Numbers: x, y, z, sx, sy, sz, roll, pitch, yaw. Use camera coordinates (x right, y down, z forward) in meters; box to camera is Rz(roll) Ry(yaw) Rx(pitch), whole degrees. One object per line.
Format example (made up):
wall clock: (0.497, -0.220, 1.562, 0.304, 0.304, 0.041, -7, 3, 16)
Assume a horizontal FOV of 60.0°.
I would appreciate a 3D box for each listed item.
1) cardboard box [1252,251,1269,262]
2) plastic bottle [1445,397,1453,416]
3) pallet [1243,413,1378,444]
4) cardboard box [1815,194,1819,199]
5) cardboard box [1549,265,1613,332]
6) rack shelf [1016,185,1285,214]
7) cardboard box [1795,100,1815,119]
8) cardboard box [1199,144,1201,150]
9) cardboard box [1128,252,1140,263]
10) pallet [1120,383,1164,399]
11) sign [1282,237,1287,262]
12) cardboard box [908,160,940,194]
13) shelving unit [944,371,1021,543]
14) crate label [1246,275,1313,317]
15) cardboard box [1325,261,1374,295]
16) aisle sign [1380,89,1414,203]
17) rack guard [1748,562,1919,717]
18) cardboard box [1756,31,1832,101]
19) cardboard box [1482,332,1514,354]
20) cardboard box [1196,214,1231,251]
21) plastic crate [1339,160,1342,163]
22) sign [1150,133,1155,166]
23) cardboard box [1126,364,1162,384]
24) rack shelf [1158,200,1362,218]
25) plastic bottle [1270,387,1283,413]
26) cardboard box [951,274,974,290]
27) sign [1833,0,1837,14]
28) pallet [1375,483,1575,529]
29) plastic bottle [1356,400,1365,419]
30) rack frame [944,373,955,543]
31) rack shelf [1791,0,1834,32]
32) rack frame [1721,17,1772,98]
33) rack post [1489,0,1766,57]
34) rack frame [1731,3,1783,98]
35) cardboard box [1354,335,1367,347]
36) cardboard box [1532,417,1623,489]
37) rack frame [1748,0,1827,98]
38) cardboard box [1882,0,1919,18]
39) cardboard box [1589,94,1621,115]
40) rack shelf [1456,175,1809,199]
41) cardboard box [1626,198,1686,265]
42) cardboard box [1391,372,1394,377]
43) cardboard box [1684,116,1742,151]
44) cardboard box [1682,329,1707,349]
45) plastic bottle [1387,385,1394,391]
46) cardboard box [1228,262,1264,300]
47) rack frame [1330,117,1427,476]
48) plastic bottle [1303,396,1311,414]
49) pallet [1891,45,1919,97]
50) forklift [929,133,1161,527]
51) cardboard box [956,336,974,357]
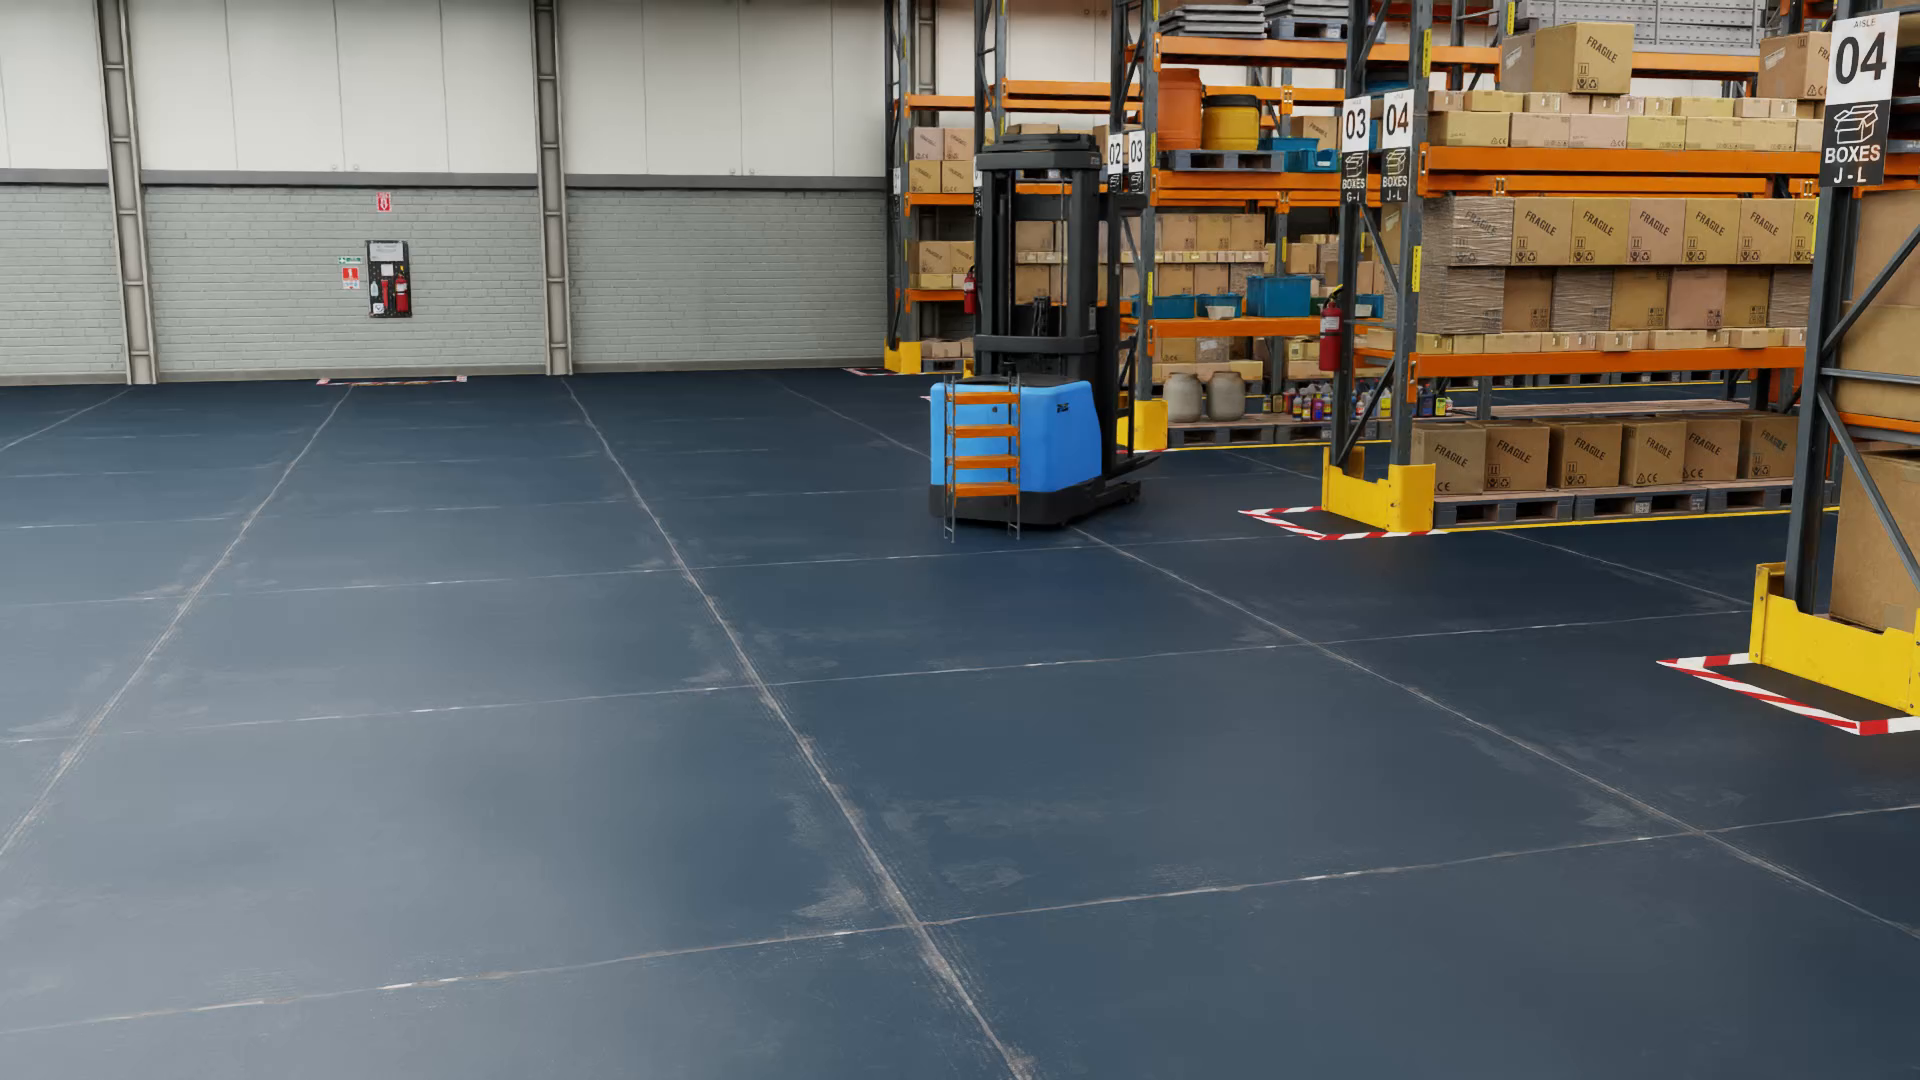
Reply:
cardboard box: (4.025, -3.874, 22.737, 0.250, 0.149, 0.380, -3, 11, -16)
plastic bottle: (5.345, -1.463, 18.223, 0.097, 0.201, 0.097, 0, 10, 0)
pallet: (3.777, -1.235, 18.172, 1.213, 0.211, 1.003, -3, 11, -16)
cardboard box: (7.793, -2.352, 13.720, 1.000, 1.000, 1.000, -3, 11, -16)
cardboard box: (4.625, -1.915, 13.064, 0.500, 0.500, 0.875, -3, 11, -16)
rack shelf: (2.305, -4.577, 22.326, 4.000, 0.370, 1.077, -3, 11, -16)
cardboard box: (6.478, -3.368, 13.083, 0.250, 0.149, 0.380, -3, 11, -15)
cardboard box: (3.150, -5.257, 22.730, 0.500, 0.311, 0.500, -4, 11, -19)
cardboard box: (2.298, -3.783, 22.241, 0.250, 0.149, 0.380, -3, 11, -15)
pallet: (2.277, -2.090, 22.816, 1.213, 0.211, 1.003, -3, 11, -16)
sign: (4.382, -3.925, 22.473, 0.005, 0.325, 0.100, -3, 11, -16)
cardboard box: (-0.612, -5.723, 26.232, 0.500, 0.500, 0.500, -3, 11, -14)
shelving unit: (0.159, -0.598, 11.983, 0.503, 1.200, 0.258, -3, 11, -16)
crate label: (3.458, -2.651, 18.062, 0.616, 0.435, 0.502, -3, 11, -16)
cardboard box: (5.474, -3.669, 23.413, 0.500, 0.500, 0.500, -2, 11, -12)
aisle sign: (3.175, -2.855, 12.091, 0.004, 0.787, 0.394, -3, 11, -16)
rack guard: (4.417, 0.466, 8.135, 0.348, 0.500, 1.175, -3, 11, -16)
cardboard box: (6.630, -3.684, 13.009, 0.500, 0.500, 0.500, -3, 11, -18)
cardboard box: (3.980, -1.501, 12.608, 0.250, 0.149, 0.380, -3, 11, -16)
cardboard box: (3.317, -4.195, 22.687, 0.500, 0.500, 0.700, -3, 11, -16)
plastic crate: (4.179, -3.890, 17.333, 0.396, 0.136, 0.243, -3, 11, -16)
sign: (1.916, -3.877, 16.511, 0.005, 0.325, 0.100, -3, 11, -16)
cardboard box: (2.403, -2.273, 22.541, 0.500, 0.250, 0.500, -3, 11, -16)
rack shelf: (4.758, -5.640, 28.102, 4.000, 0.370, 1.077, -3, 11, -16)
plastic bottle: (3.514, -1.552, 18.478, 0.133, 0.283, 0.061, -3, 11, -15)
cardboard box: (0.049, -4.150, 26.661, 0.500, 0.250, 0.500, -3, 11, -18)
sign: (4.301, -2.731, 8.087, 0.005, 0.325, 0.100, -3, 11, -16)
pallet: (4.013, -0.299, 13.090, 1.213, 0.211, 1.003, -3, 11, -16)
plastic bottle: (4.312, -1.409, 17.927, 0.097, 0.201, 0.097, 0, 10, 0)
rack frame: (-0.075, -0.586, 11.916, 0.015, 1.200, 0.240, -3, 11, -16)
rack shelf: (8.911, -4.336, 13.834, 4.000, 0.370, 1.077, -3, 11, -16)
rack frame: (14.359, -7.975, 30.514, 0.127, 3.000, 1.000, -3, 11, -16)
rack post: (7.473, -5.859, 18.465, 3.121, 1.000, 1.013, -3, 11, -16)
rack frame: (11.907, -6.912, 24.738, 0.127, 3.000, 1.000, -3, 11, -16)
cardboard box: (5.671, -2.715, 23.396, 0.500, 0.311, 0.500, -3, 11, -18)
cardboard box: (4.925, -0.703, 13.322, 0.500, 0.500, 0.500, -2, 11, -11)
rack frame: (9.447, -5.848, 18.960, 0.127, 3.000, 1.000, -3, 11, -16)
cardboard box: (4.832, -2.642, 7.982, 0.500, 0.250, 0.500, -3, 11, -15)
cardboard box: (4.738, -3.263, 12.516, 0.250, 0.149, 0.380, -4, 11, -19)
rack shelf: (7.527, -3.918, 18.747, 4.000, 0.370, 1.077, -3, 11, -16)
cardboard box: (5.195, -2.376, 12.807, 0.500, 0.500, 0.500, -3, 11, -16)
cardboard box: (6.159, -2.466, 23.593, 0.500, 0.250, 0.500, -3, 11, -15)
cardboard box: (5.634, -3.116, 12.818, 0.500, 0.250, 0.500, -3, 11, -16)
cardboard box: (5.653, -1.594, 13.116, 0.250, 0.149, 0.380, -3, 11, -16)
plastic bottle: (4.875, -1.611, 18.822, 0.135, 0.276, 0.152, -3, 11, -14)
cardboard box: (3.801, -3.582, 22.945, 0.500, 0.500, 0.700, -3, 11, -17)
rack frame: (3.150, -1.632, 12.627, 0.127, 3.000, 1.000, -3, 11, -16)
plastic bottle: (3.843, -1.497, 18.405, 0.097, 0.201, 0.097, 0, 10, 0)
pallet: (5.149, -2.236, 7.866, 1.213, 0.211, 1.003, -3, 11, -16)
forklift: (0.852, -1.765, 13.538, 1.130, 2.935, 3.031, 5, 12, 25)
cardboard box: (0.234, -3.158, 27.124, 0.500, 0.311, 0.500, -2, 11, -11)
